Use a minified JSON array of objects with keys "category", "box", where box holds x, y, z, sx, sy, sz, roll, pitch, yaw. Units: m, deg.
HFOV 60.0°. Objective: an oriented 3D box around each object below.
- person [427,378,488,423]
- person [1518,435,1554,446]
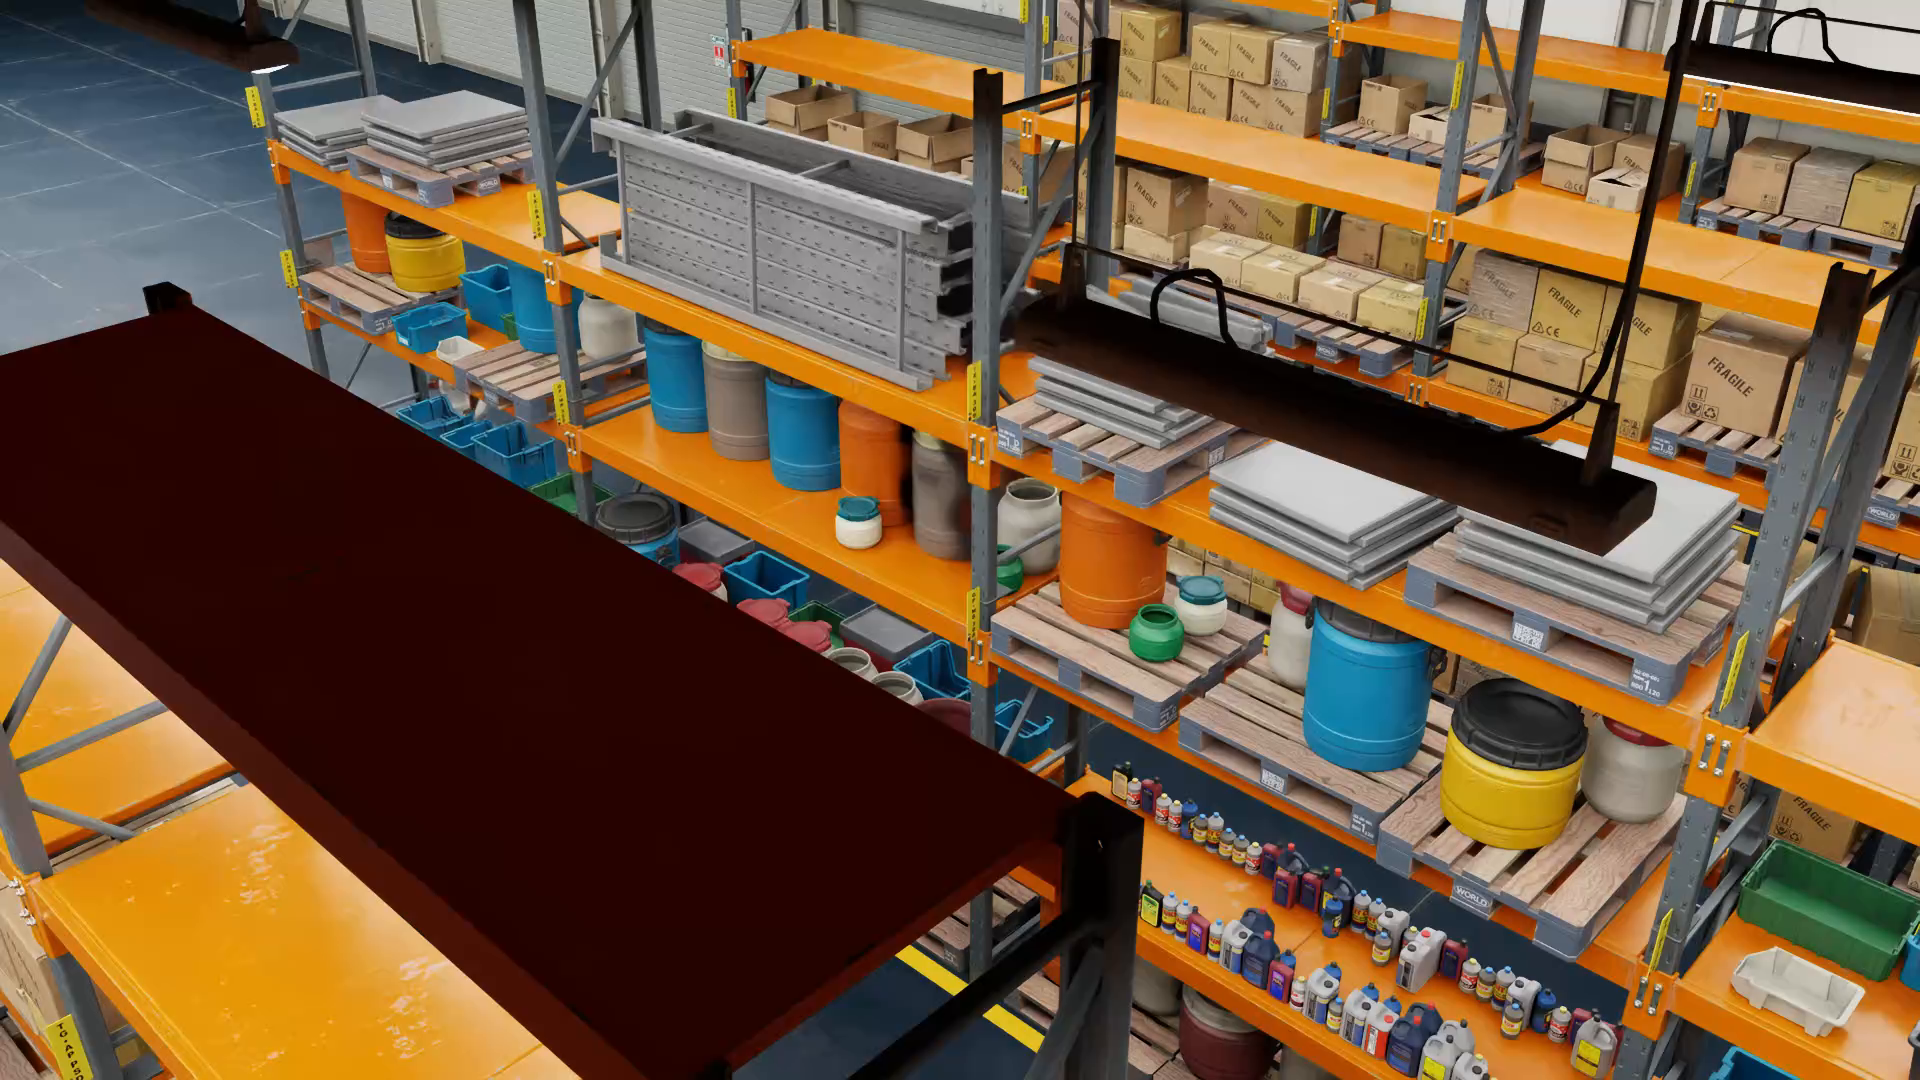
[{"category":"person","box":[-4.896,-1.260,16.673,0.958,1.766,0.637,2,29,4]},{"category":"person","box":[5.676,-0.790,15.949,0.777,1.676,0.701,11,31,19]}]
